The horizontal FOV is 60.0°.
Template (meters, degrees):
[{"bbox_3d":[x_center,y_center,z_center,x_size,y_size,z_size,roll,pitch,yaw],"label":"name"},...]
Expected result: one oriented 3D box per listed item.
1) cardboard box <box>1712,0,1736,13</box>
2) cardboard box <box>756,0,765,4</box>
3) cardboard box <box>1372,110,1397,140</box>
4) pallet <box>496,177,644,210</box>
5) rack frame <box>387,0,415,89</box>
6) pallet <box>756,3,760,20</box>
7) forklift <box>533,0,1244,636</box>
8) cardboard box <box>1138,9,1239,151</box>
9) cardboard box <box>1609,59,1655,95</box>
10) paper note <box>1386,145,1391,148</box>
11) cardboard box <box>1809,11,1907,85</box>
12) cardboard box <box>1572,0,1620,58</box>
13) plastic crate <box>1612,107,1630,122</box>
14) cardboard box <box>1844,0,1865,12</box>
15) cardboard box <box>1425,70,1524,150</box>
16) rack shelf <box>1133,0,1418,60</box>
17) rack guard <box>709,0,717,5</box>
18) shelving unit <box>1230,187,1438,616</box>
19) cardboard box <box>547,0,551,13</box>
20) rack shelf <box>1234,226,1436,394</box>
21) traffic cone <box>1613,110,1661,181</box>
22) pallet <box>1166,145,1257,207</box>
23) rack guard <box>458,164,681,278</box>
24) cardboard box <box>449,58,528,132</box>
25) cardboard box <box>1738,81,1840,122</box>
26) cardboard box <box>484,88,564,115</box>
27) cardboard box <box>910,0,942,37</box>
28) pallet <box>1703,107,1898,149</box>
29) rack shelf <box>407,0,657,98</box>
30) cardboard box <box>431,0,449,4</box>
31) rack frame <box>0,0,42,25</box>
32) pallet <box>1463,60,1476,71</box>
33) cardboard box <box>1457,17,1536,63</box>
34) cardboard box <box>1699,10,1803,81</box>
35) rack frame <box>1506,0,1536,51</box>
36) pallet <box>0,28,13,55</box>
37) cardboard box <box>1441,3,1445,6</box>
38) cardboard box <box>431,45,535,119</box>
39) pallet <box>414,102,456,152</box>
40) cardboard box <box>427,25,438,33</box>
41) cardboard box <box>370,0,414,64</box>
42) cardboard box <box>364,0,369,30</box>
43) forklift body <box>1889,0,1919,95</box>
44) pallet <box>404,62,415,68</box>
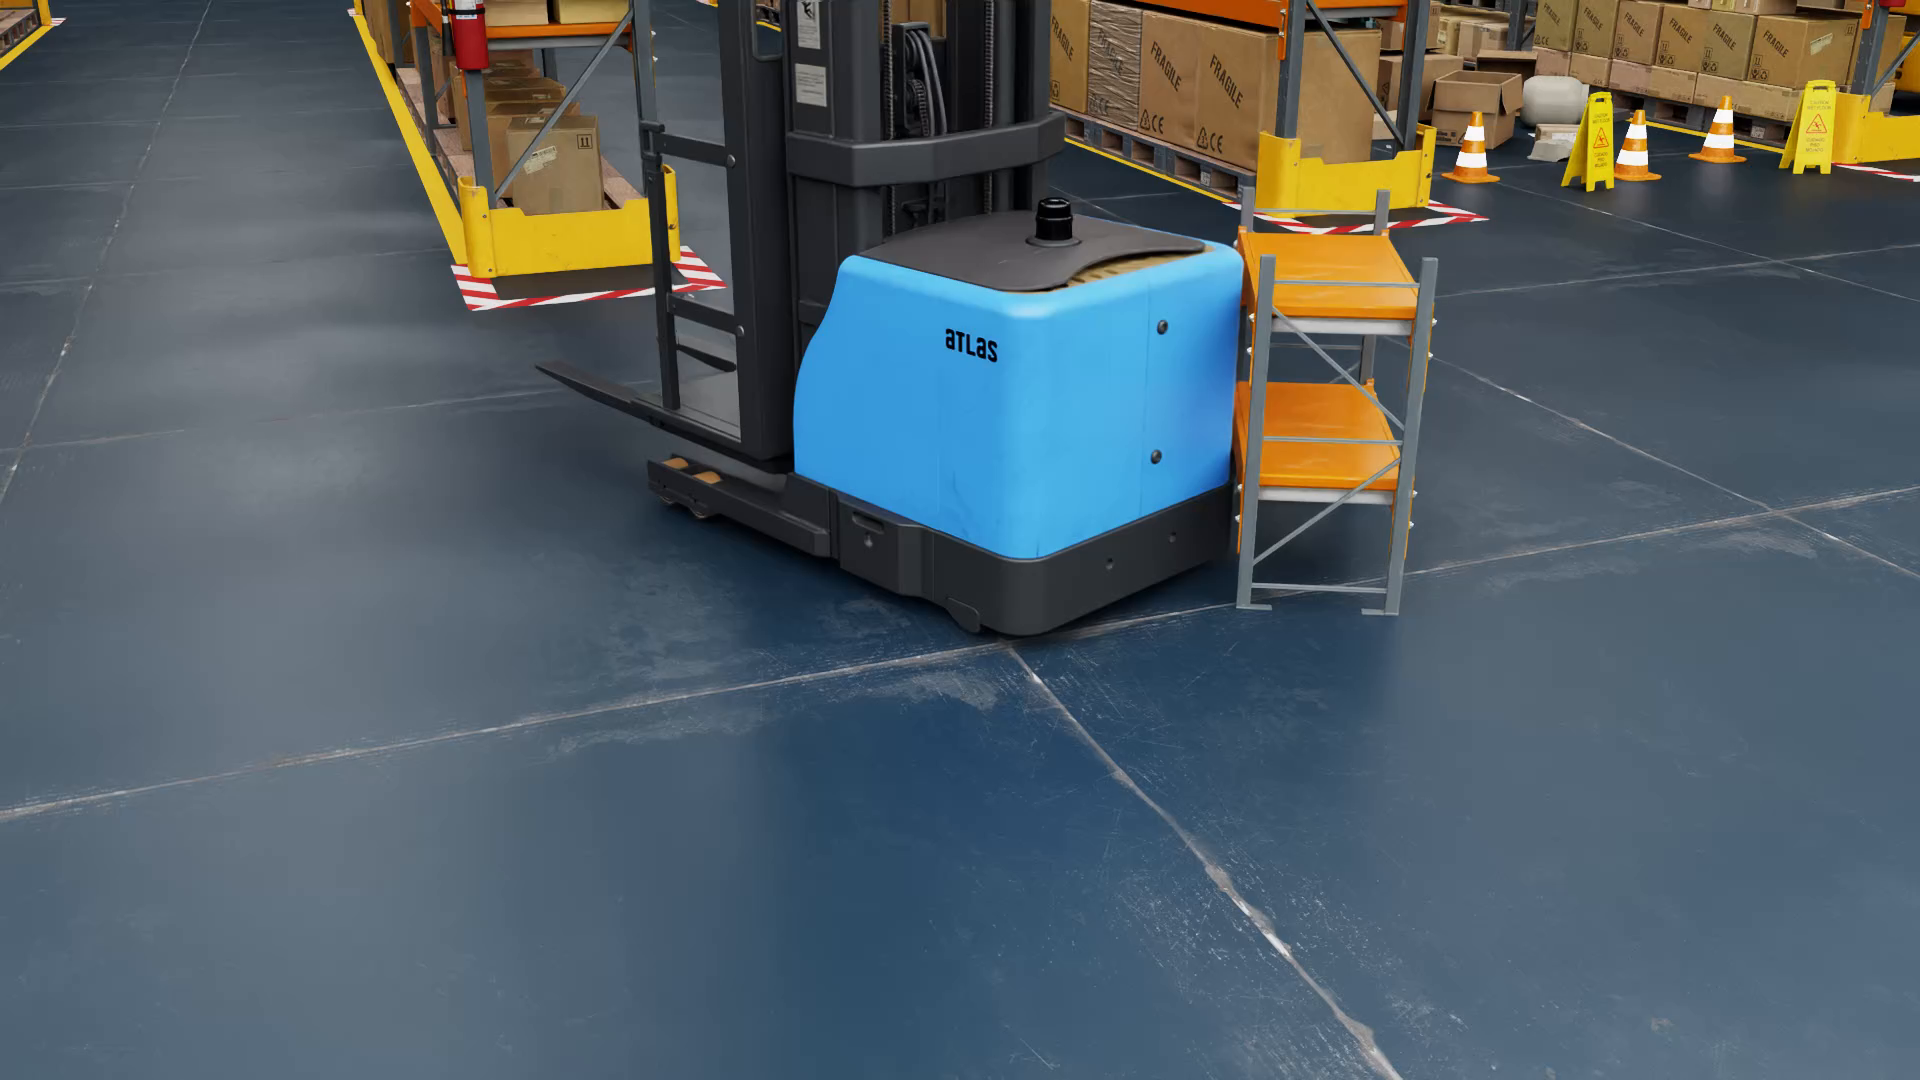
[{"bbox_3d":[6.296,-4.337,13.378,0.380,0.149,0.250,-8,24,-18],"label":"cardboard box"},{"bbox_3d":[-2.556,-7.291,22.317,0.380,0.149,0.250,-8,24,-19],"label":"cardboard box"},{"bbox_3d":[3.423,-3.401,13.477,0.396,0.266,0.258,-4,23,-10],"label":"cardboard box"},{"bbox_3d":[-2.451,-1.978,10.172,1.003,0.211,1.213,-8,24,-19],"label":"pallet"},{"bbox_3d":[-4.996,-5.842,15.750,1.000,3.000,0.127,-8,24,-19],"label":"rack frame"},{"bbox_3d":[-2.439,-7.338,22.888,1.003,0.211,1.213,-8,24,-19],"label":"pallet"},{"bbox_3d":[-0.489,-1.550,5.653,1.130,2.935,3.031,-20,30,-40],"label":"forklift"},{"bbox_3d":[1.892,-3.351,12.032,0.875,0.875,0.875,-9,24,-20],"label":"cardboard box"},{"bbox_3d":[6.033,-4.039,14.470,0.500,0.250,0.500,-9,24,-20],"label":"cardboard box"},{"bbox_3d":[3.371,-3.093,13.076,0.032,0.001,0.123,4,23,9],"label":"paper note"},{"bbox_3d":[7.066,-3.907,13.191,0.500,0.500,0.500,-9,25,-21],"label":"cardboard box"},{"bbox_3d":[5.844,-4.576,14.780,0.500,0.500,0.500,-7,24,-17],"label":"cardboard box"},{"bbox_3d":[5.475,-3.720,14.474,0.402,0.080,0.583,-18,29,-37],"label":"plastic crate"},{"bbox_3d":[10.135,-5.718,17.972,0.875,0.625,0.625,-7,24,-17],"label":"cardboard box"},{"bbox_3d":[4.112,-3.436,13.254,0.637,0.503,0.797,12,26,27],"label":"cardboard box"},{"bbox_3d":[1.799,-3.975,12.244,1.077,0.370,4.000,-8,24,-19],"label":"rack shelf"},{"bbox_3d":[-3.120,-8.214,24.594,1.175,0.500,0.348,-8,24,-19],"label":"rack guard"},{"bbox_3d":[1.172,-0.493,5.471,0.538,1.125,1.048,2,23,5],"label":"shelving unit"},{"bbox_3d":[-2.193,-3.142,9.667,0.380,0.149,0.250,-8,24,-19],"label":"cardboard box"},{"bbox_3d":[1.172,-0.762,5.357,0.538,0.278,1.000,2,23,5],"label":"rack shelf"},{"bbox_3d":[4.824,-2.830,11.868,0.336,0.463,0.334,-8,24,-19],"label":"traffic cone"},{"bbox_3d":[2.150,-2.574,11.586,1.003,0.211,1.213,-8,24,-19],"label":"pallet"},{"bbox_3d":[-2.197,-1.811,9.404,1.175,0.500,0.348,-8,24,-19],"label":"rack guard"},{"bbox_3d":[-3.479,-3.280,12.347,0.500,0.500,0.500,-9,25,-21],"label":"cardboard box"},{"bbox_3d":[6.555,-3.487,13.161,0.500,0.250,0.500,-8,24,-19],"label":"cardboard box"},{"bbox_3d":[-2.822,-2.649,10.851,0.500,0.500,0.500,-6,24,-14],"label":"cardboard box"},{"bbox_3d":[0.123,-5.092,16.326,1.050,0.750,0.750,-8,24,-18],"label":"cardboard box"},{"bbox_3d":[6.820,-3.338,13.398,1.003,0.211,1.213,-8,24,-19],"label":"pallet"},{"bbox_3d":[-2.877,-3.331,10.717,1.077,0.370,4.000,-8,24,-19],"label":"rack shelf"},{"bbox_3d":[-3.092,-3.426,10.339,0.380,0.149,0.250,-8,24,-19],"label":"cardboard box"},{"bbox_3d":[-12.456,-8.070,21.034,1.000,3.000,0.127,-8,24,-19],"label":"rack frame"},{"bbox_3d":[5.411,-4.746,16.740,1.003,0.211,1.213,-8,24,-19],"label":"pallet"},{"bbox_3d":[5.500,-4.922,16.407,0.950,0.372,0.625,-8,24,-18],"label":"cardboard box"},{"bbox_3d":[6.386,-4.012,13.440,0.500,0.500,0.500,-7,24,-17],"label":"cardboard box"},{"bbox_3d":[5.688,-5.749,15.527,1.000,3.000,0.127,-8,24,-19],"label":"rack frame"},{"bbox_3d":[-11.339,-5.593,18.748,1.003,0.211,1.213,-8,24,-19],"label":"pallet"},{"bbox_3d":[4.733,-5.711,18.281,0.950,0.372,0.625,-9,24,-20],"label":"cardboard box"},{"bbox_3d":[-3.780,-3.666,13.238,0.700,0.500,0.500,-10,25,-23],"label":"cardboard box"},{"bbox_3d":[-3.860,-3.387,13.513,1.003,0.211,1.213,-8,24,-19],"label":"pallet"},{"bbox_3d":[-4.326,-4.248,14.618,0.700,0.500,0.500,-6,24,-15],"label":"cardboard box"},{"bbox_3d":[-5.221,-5.310,16.682,1.225,0.875,0.875,-10,25,-21],"label":"cardboard box"},{"bbox_3d":[-6.165,-6.280,18.984,1.225,0.875,0.875,-8,24,-19],"label":"cardboard box"},{"bbox_3d":[9.367,-5.025,14.904,2.313,2.155,1.214,-8,24,-19],"label":"forklift body"},{"bbox_3d":[-5.204,-4.854,16.995,1.003,0.211,1.213,-8,24,-19],"label":"pallet"}]
